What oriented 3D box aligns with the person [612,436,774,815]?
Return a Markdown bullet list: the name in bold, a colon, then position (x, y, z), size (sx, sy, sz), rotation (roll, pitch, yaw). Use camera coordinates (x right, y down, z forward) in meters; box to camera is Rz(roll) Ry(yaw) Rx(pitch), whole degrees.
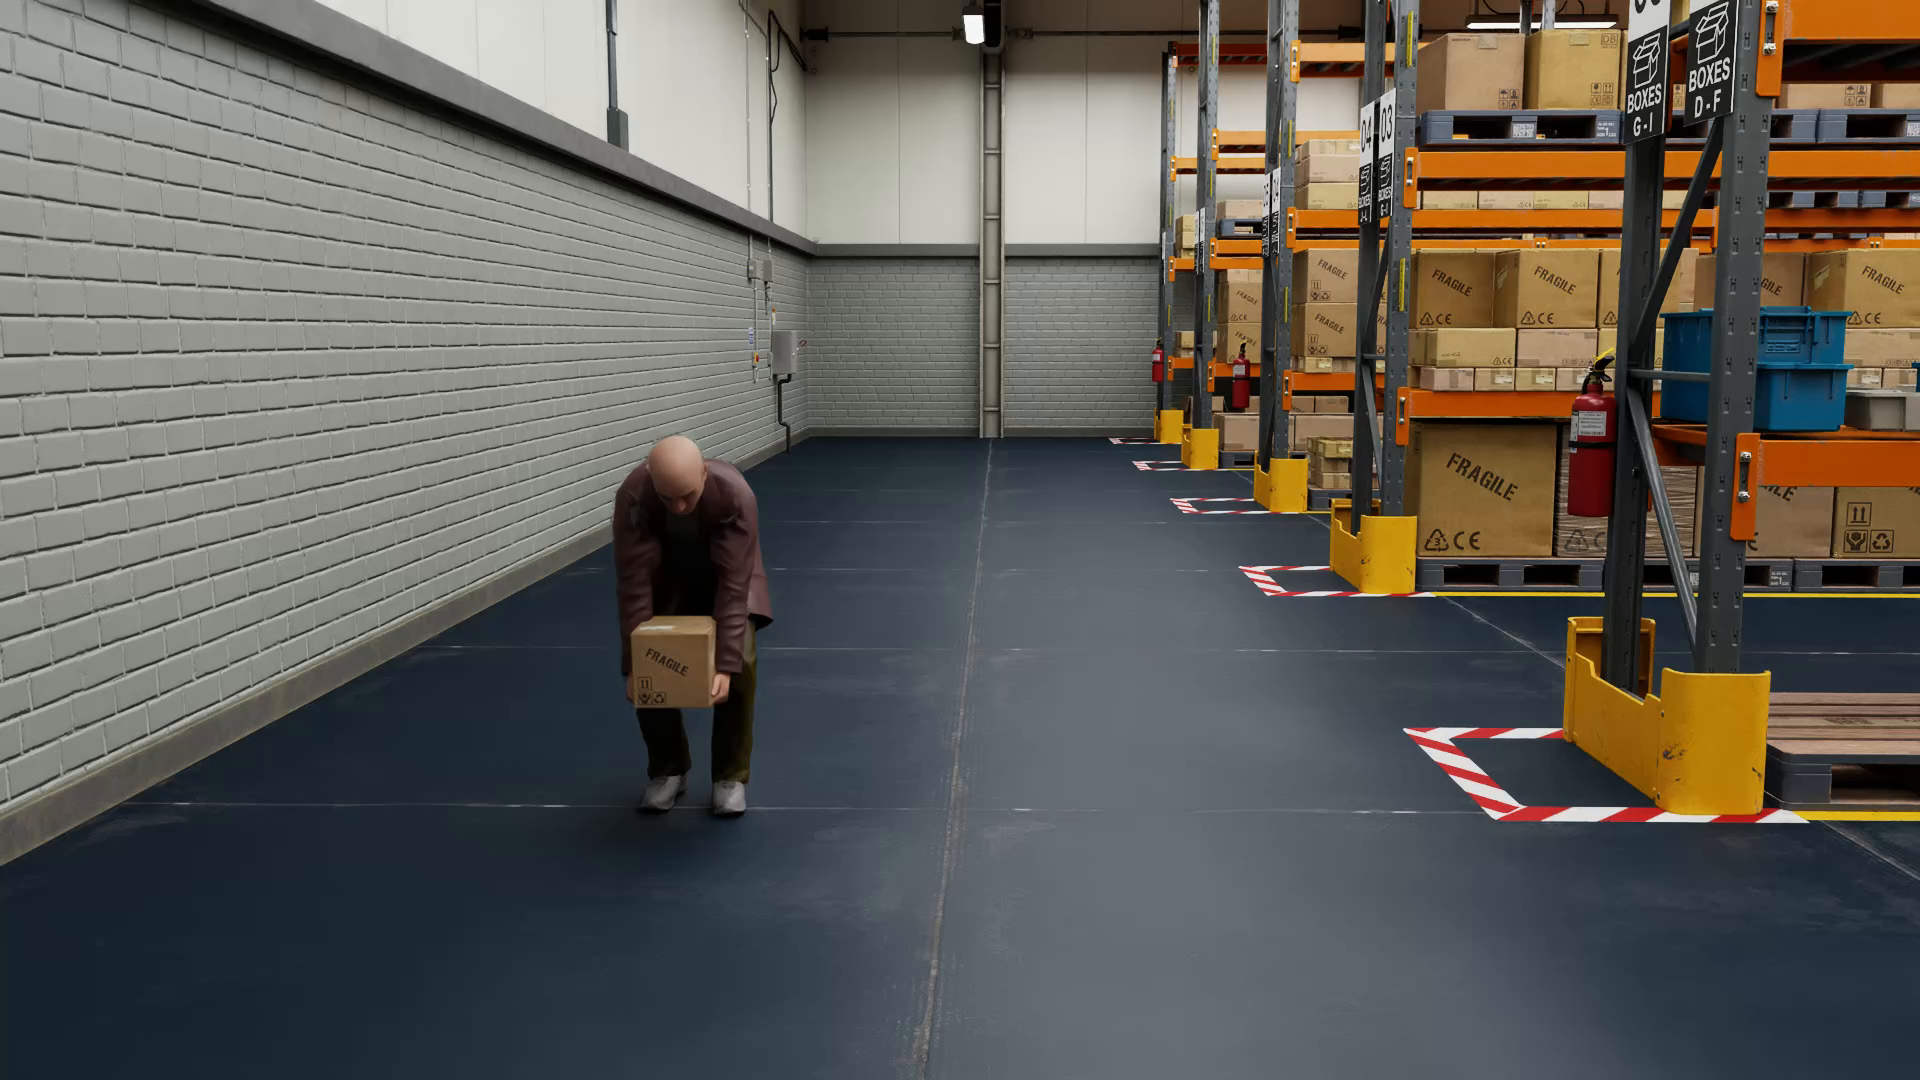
- **person**: position (-0.933, 0.295, 5.703), size (0.557, 1.346, 0.889), rotation (0, 7, -1)
